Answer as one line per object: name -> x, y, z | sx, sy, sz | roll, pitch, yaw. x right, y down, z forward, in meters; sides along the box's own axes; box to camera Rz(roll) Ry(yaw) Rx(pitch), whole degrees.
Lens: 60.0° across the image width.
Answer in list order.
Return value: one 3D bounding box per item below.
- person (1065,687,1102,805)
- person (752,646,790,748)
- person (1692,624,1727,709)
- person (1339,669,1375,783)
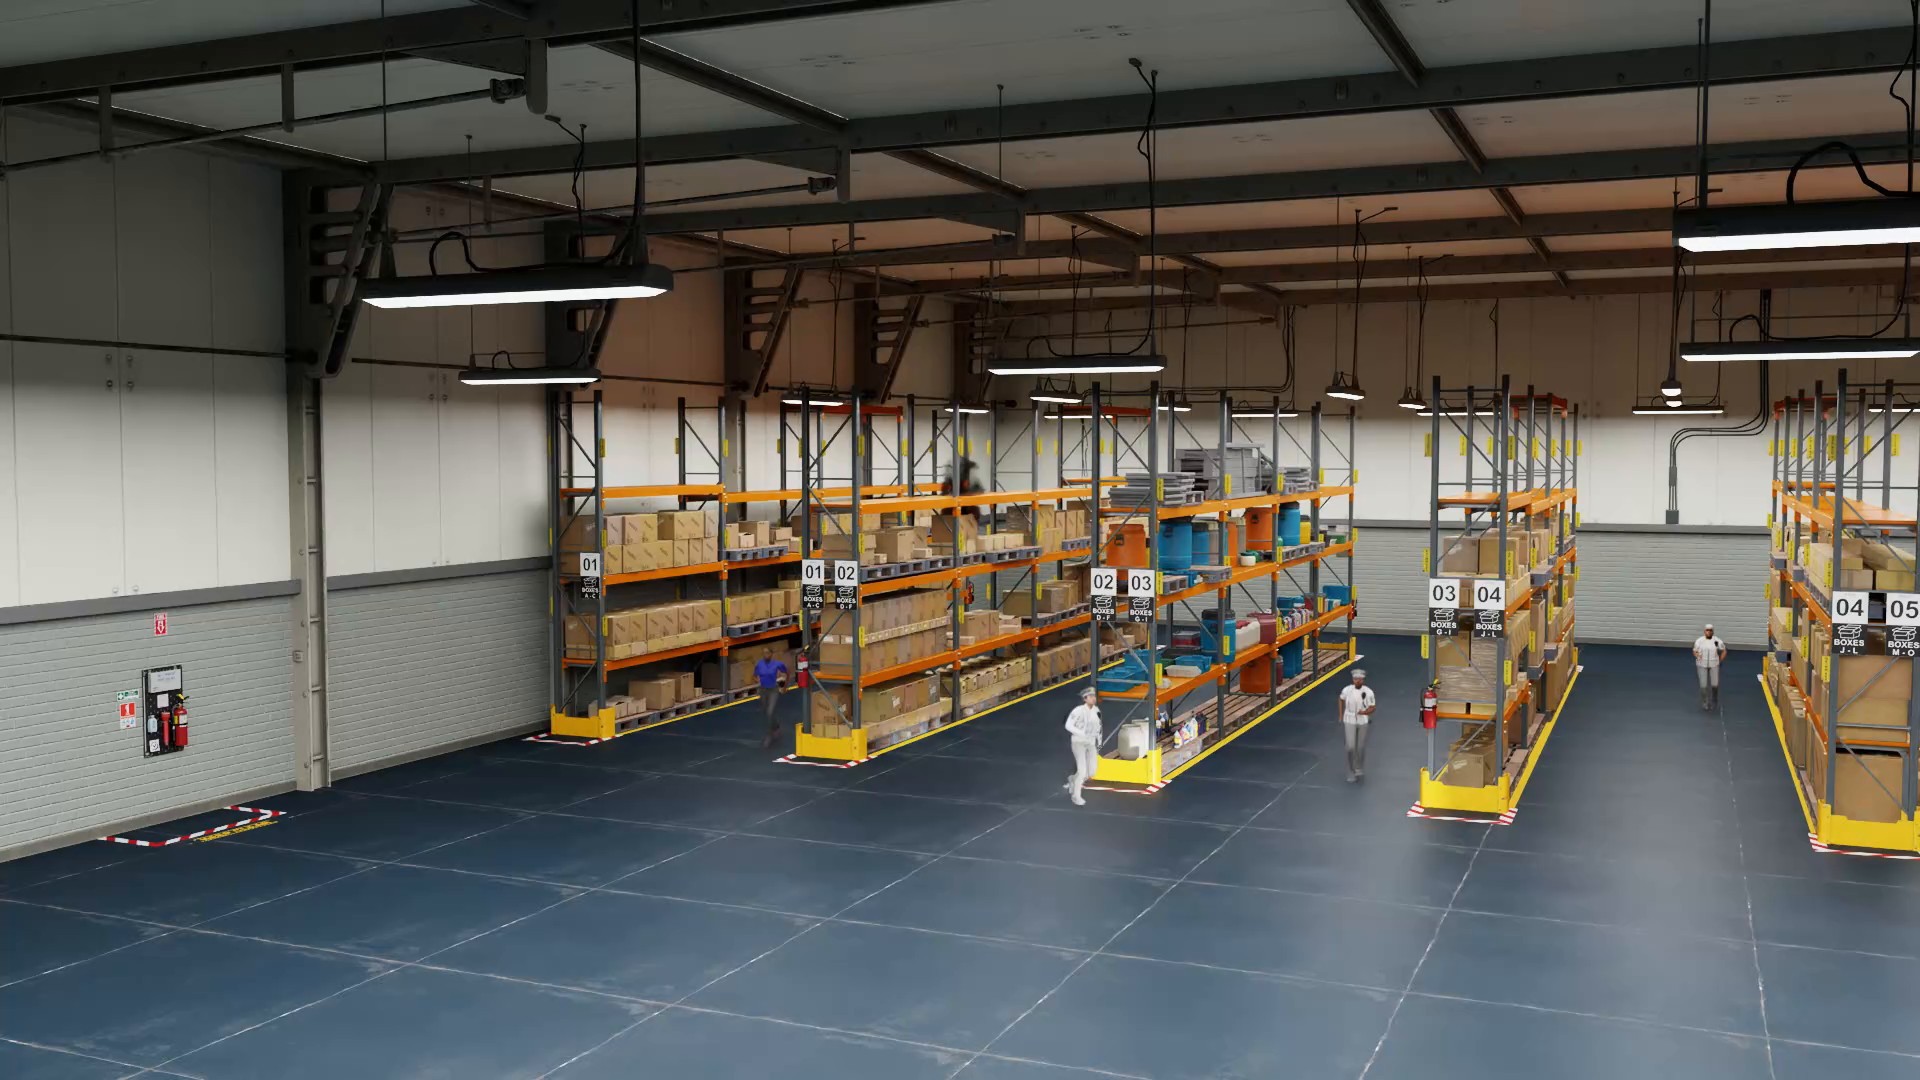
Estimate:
person -> 1.780, 2.892, 23.561 | 0.643, 1.649, 0.598 | -2, 4, -30
person -> -3.222, 2.626, 28.173 | 0.610, 1.676, 0.901 | 1, 3, 18
person -> 14.288, 2.433, 31.724 | 0.592, 1.616, 0.559 | 1, 3, 25
person -> 5.956, 2.786, 24.968 | 0.536, 1.726, 0.801 | 1, 3, 13
